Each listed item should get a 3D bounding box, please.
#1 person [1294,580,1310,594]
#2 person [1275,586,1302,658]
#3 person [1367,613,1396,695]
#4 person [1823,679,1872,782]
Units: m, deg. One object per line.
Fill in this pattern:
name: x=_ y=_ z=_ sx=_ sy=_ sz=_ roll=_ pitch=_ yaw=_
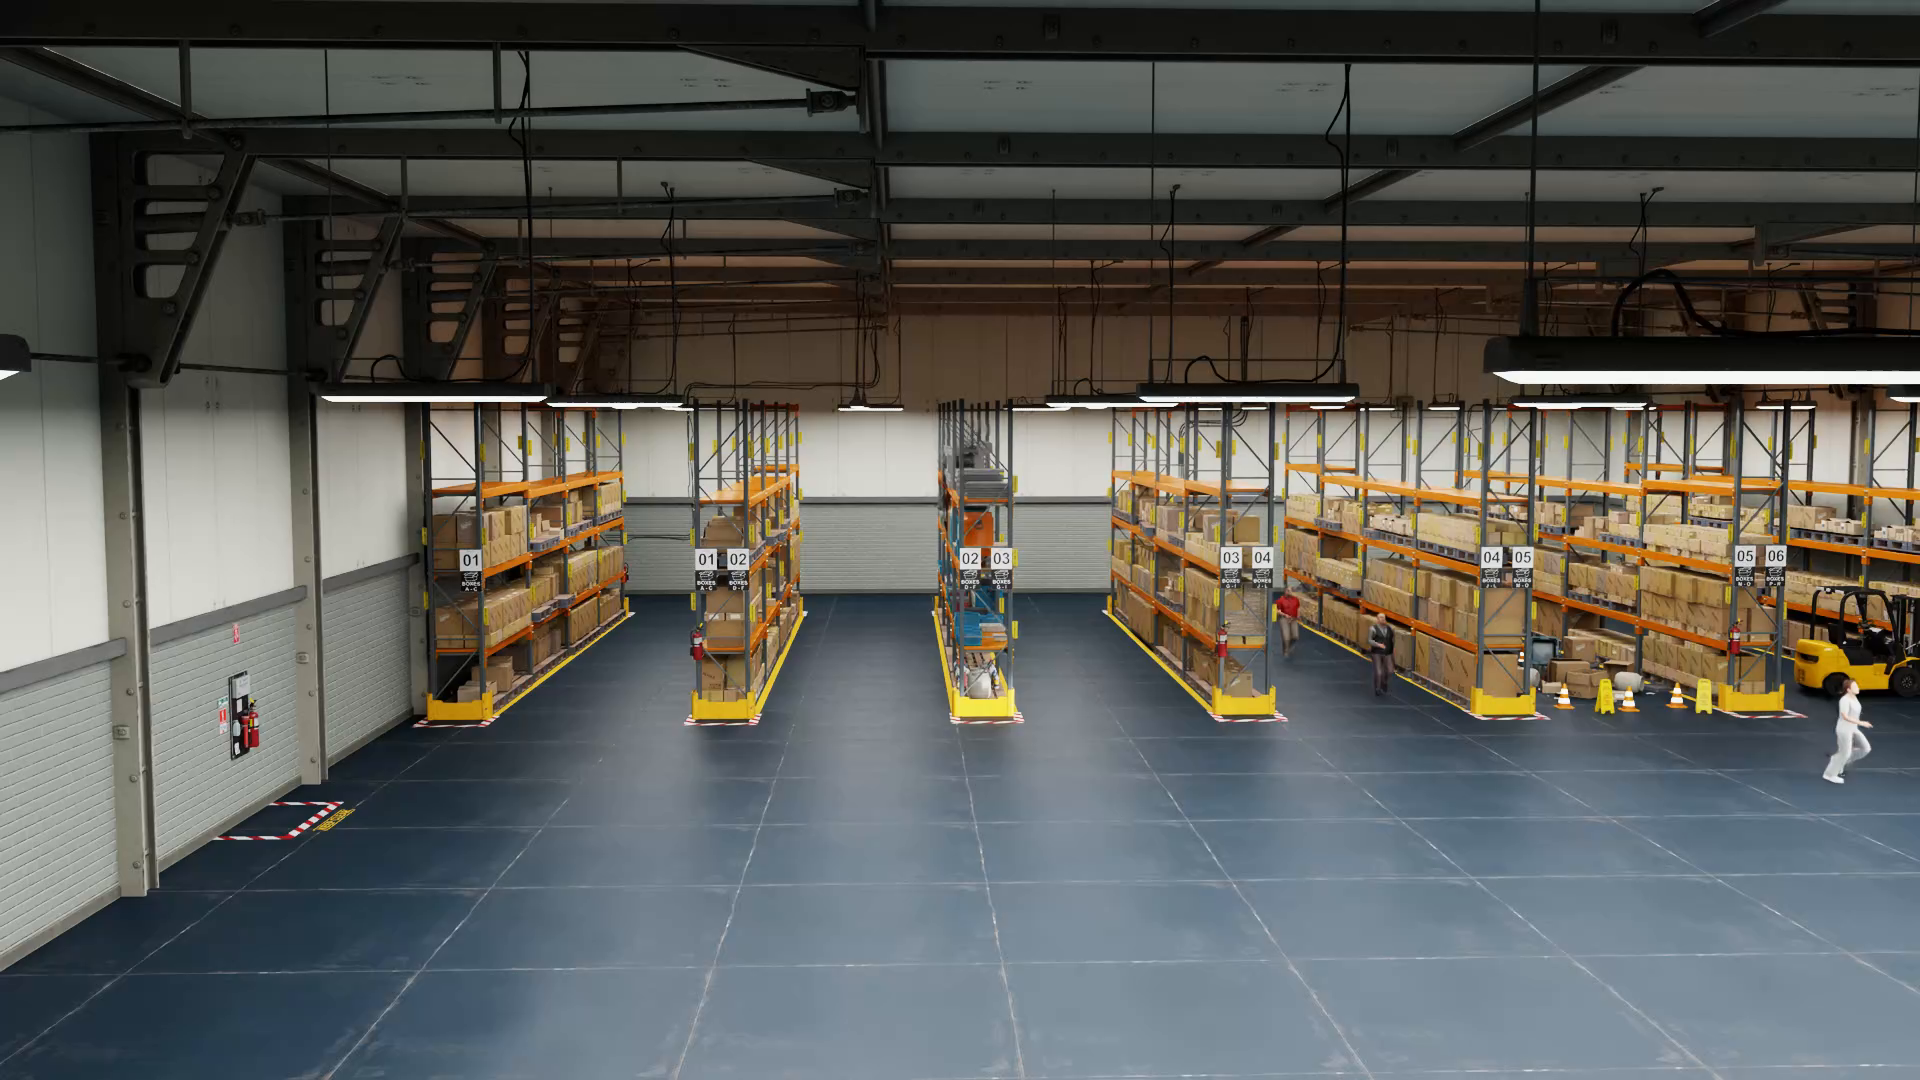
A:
person: x=10.166 y=1.213 z=49.052 sx=0.615 sy=1.564 sz=0.800 roll=1 pitch=4 yaw=12
person: x=7.709 y=1.932 z=38.900 sx=0.658 sy=1.686 sz=0.565 roll=0 pitch=4 yaw=-6
person: x=8.560 y=2.322 z=33.639 sx=0.645 sy=1.681 sz=0.592 roll=0 pitch=4 yaw=-5
person: x=13.793 y=2.956 z=25.770 sx=0.588 sy=1.627 sz=0.686 roll=-4 pitch=6 yaw=-40
